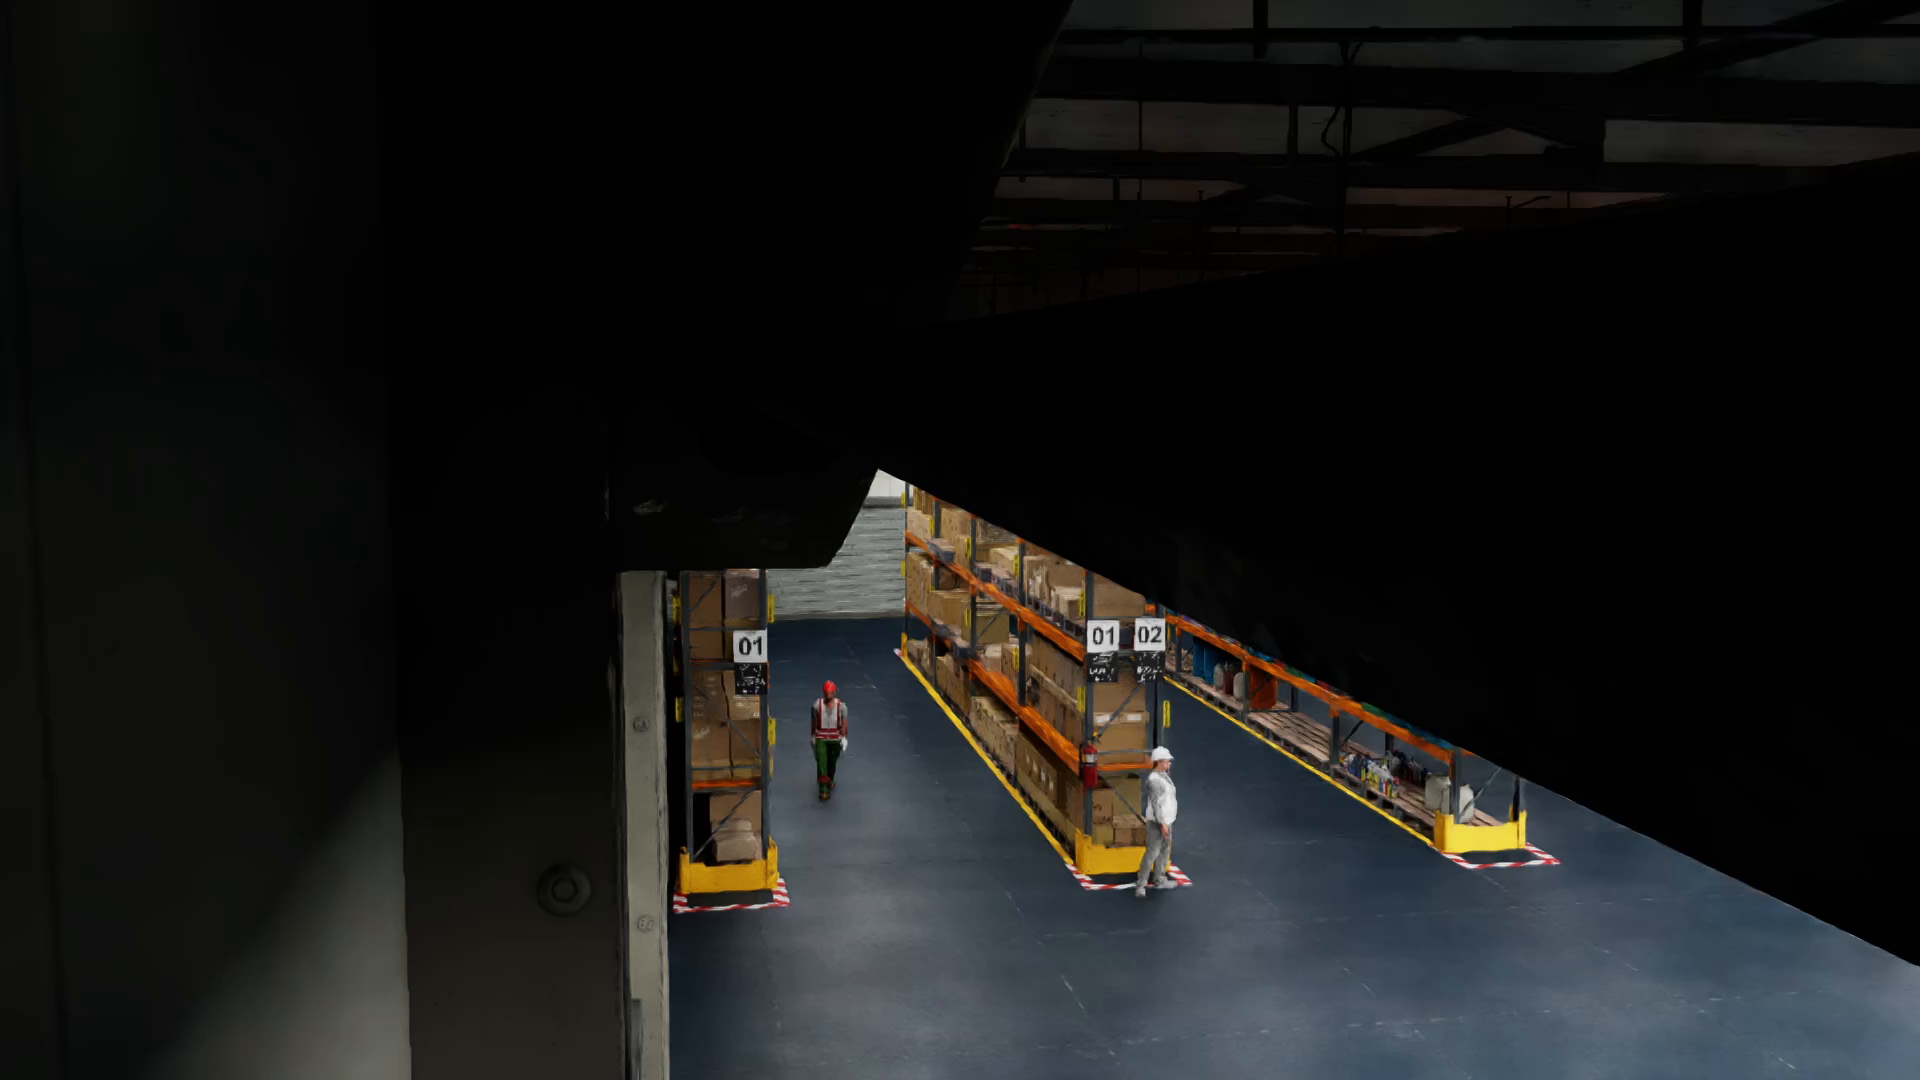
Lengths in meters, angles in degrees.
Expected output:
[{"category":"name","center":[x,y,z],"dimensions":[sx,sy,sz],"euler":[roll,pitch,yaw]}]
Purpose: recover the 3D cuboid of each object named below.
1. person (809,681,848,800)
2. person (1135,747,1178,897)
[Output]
[{"category":"person","center":[-1.928,2.921,24.562],"dimensions":[0.549,1.709,1.128],"euler":[-1,6,-12]},{"category":"person","center":[2.363,3.377,20.012],"dimensions":[0.441,1.774,0.690],"euler":[2,6,21]}]
